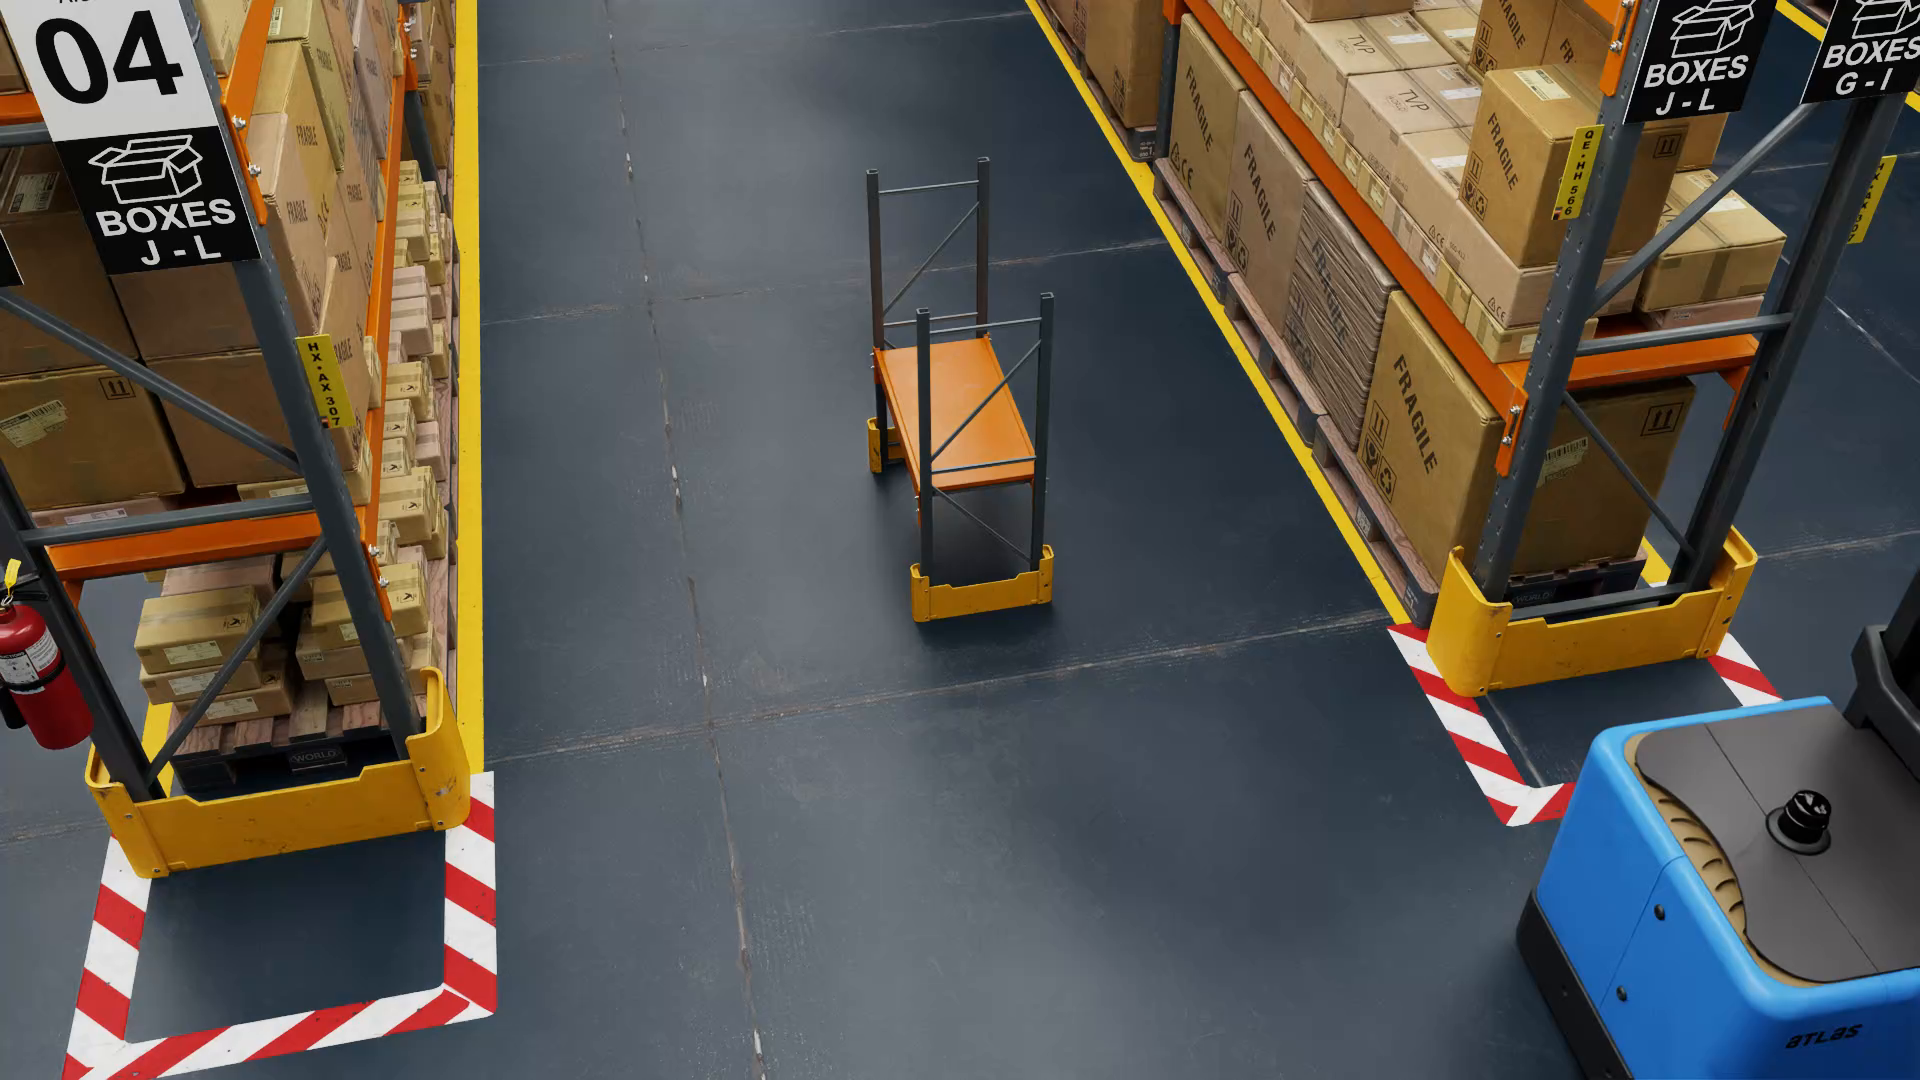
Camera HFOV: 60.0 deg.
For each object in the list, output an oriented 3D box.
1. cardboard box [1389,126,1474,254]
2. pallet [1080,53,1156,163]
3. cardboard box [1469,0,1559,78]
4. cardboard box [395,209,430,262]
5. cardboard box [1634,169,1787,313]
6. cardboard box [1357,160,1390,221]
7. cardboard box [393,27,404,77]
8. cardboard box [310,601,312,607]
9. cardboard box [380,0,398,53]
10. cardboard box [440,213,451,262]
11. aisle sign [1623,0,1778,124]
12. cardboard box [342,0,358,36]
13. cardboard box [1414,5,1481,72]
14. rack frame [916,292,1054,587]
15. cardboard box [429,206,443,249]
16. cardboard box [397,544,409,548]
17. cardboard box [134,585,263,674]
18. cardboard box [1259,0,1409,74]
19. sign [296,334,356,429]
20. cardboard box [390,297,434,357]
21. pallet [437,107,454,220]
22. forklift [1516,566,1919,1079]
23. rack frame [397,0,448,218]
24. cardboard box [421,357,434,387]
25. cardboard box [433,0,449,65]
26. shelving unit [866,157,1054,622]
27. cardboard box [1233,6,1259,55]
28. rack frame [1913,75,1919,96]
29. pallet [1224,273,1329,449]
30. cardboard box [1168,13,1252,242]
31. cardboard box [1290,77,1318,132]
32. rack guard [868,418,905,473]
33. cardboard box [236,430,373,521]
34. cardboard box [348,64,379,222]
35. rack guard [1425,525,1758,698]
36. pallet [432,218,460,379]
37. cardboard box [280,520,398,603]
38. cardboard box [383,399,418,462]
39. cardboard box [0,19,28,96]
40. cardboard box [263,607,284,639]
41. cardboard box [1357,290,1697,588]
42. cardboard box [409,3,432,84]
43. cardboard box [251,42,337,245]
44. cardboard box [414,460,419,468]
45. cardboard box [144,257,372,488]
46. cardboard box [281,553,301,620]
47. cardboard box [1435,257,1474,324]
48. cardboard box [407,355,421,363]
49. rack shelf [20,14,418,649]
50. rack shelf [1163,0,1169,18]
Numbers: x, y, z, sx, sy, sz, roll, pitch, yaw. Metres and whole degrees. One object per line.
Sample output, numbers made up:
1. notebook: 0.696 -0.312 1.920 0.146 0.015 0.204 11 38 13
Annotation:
1. cardboard box: 2.010 -1.363 6.415 0.500 0.250 0.500 -9 42 -10
2. pallet: 1.379 -2.742 10.180 1.003 0.211 1.213 -8 42 -9
3. cardboard box: 2.417 -2.047 6.621 0.500 0.500 0.500 -9 42 -10
4. cardboard box: -2.761 -1.450 8.007 0.380 0.149 0.250 -9 42 -10
5. cardboard box: 2.642 -1.108 6.127 0.500 0.250 0.500 -9 42 -10
6. cardboard box: 1.862 -1.454 6.818 0.380 0.149 0.250 -9 42 -10
7. cardboard box: -2.794 -2.253 7.718 0.380 0.149 0.250 -9 42 -10
8. cardboard box: -2.320 0.308 6.474 0.380 0.149 0.250 -9 42 -9
9. cardboard box: -2.866 -2.526 7.537 0.500 0.500 0.500 -8 42 -9
10. cardboard box: -2.829 -1.536 8.552 0.380 0.149 0.250 -8 42 -9
11. aisle sign: 2.205 -1.585 4.818 0.394 0.787 0.004 -8 42 -9
12. cardboard box: -2.667 -2.239 6.460 0.500 0.500 0.500 -7 42 -8
13. cardboard box: 2.301 -2.107 7.253 0.500 0.250 0.500 -9 42 -10
14. rack frame: 0.091 -0.287 6.443 0.500 1.500 0.032 -8 42 -9
15. cardboard box: -2.797 -1.520 8.310 0.380 0.149 0.250 -10 43 -11
16. cardboard box: -2.388 0.032 6.561 0.380 0.149 0.250 -8 42 -9
17. cardboard box: -2.744 0.322 6.010 0.380 0.149 0.250 -8 42 -9
18. cardboard box: 1.684 -2.350 7.527 0.500 0.250 0.500 -7 42 -8
19. sign: -1.853 -0.459 4.856 0.100 0.325 0.005 -8 42 -9
20. cardboard box: -2.562 -0.935 7.427 0.380 0.149 0.250 -10 43 -11
21. pallet: -3.416 -2.112 9.470 1.003 0.211 1.213 -8 42 -9
22. forklift: 3.448 0.409 4.581 3.031 2.935 1.130 -7 42 -8
23. rack frame: -3.246 -2.650 7.976 1.000 3.000 0.127 -8 42 -9
24. cardboard box: -2.615 -0.686 7.595 0.380 0.149 0.250 -8 42 -8
25. cardboard box: -3.389 -3.070 10.015 0.500 0.500 0.500 -8 42 -9
26. shelving unit: -0.016 -0.610 6.808 0.587 1.500 1.083 -8 42 -9
27. cardboard box: 1.530 -2.451 7.941 0.380 0.149 0.250 -9 42 -10
28. rack frame: 6.455 -4.005 9.502 1.000 3.000 0.127 -8 42 -9
29. pallet: 1.973 -0.956 8.168 1.003 0.211 1.213 -8 42 -9
30. cardboard box: 1.683 -2.219 8.774 0.875 0.875 0.875 -8 42 -9
31. cardboard box: 1.696 -1.952 7.379 0.380 0.149 0.250 -9 42 -11
32. rack guard: -0.124 -0.466 7.586 0.587 0.250 0.087 -8 42 -9
33. cardboard box: -2.133 -0.220 5.428 0.380 0.149 0.250 -9 42 -10
34. cardboard box: -2.560 -1.529 6.413 0.500 0.500 0.500 -9 42 -10
35. rack guard: 2.487 0.248 6.594 1.175 0.500 0.348 -8 42 -9
36. pallet: -3.067 -1.177 8.417 1.003 0.211 1.213 -8 42 -9
37. cardboard box: -2.341 0.079 6.284 0.380 0.149 0.250 -8 42 -9
38. cardboard box: -2.455 -0.432 6.860 0.380 0.149 0.250 -7 42 -8
39. cardboard box: -2.739 -1.380 4.399 0.500 0.250 0.500 -9 42 -10
40. cardboard box: -2.779 0.262 6.302 0.380 0.149 0.250 -9 42 -10
41. cardboard box: 2.266 -0.468 6.802 0.875 0.875 0.875 -8 42 -9
42. cardboard box: -3.148 -2.670 9.000 0.500 0.250 0.500 -10 43 -11
43. cardboard box: -2.336 -1.235 5.329 0.500 0.500 0.500 -7 42 -8
44. cardboard box: -2.476 -0.185 7.030 0.380 0.149 0.250 -8 42 -9
45. cardboard box: -2.210 -0.537 5.296 0.500 0.500 0.500 -6 42 -7
46. cardboard box: -2.827 0.205 6.591 0.380 0.149 0.250 -9 42 -9
47. cardboard box: 2.026 -0.961 6.262 0.380 0.149 0.250 -8 42 -9
48. cardboard box: -2.651 -0.833 7.536 0.380 0.149 0.250 -10 43 -11
49. rack shelf: -2.814 -1.085 6.754 1.077 0.370 4.000 -8 42 -9
50. rack shelf: 1.187 -4.323 10.402 1.077 0.370 4.000 -8 42 -9
